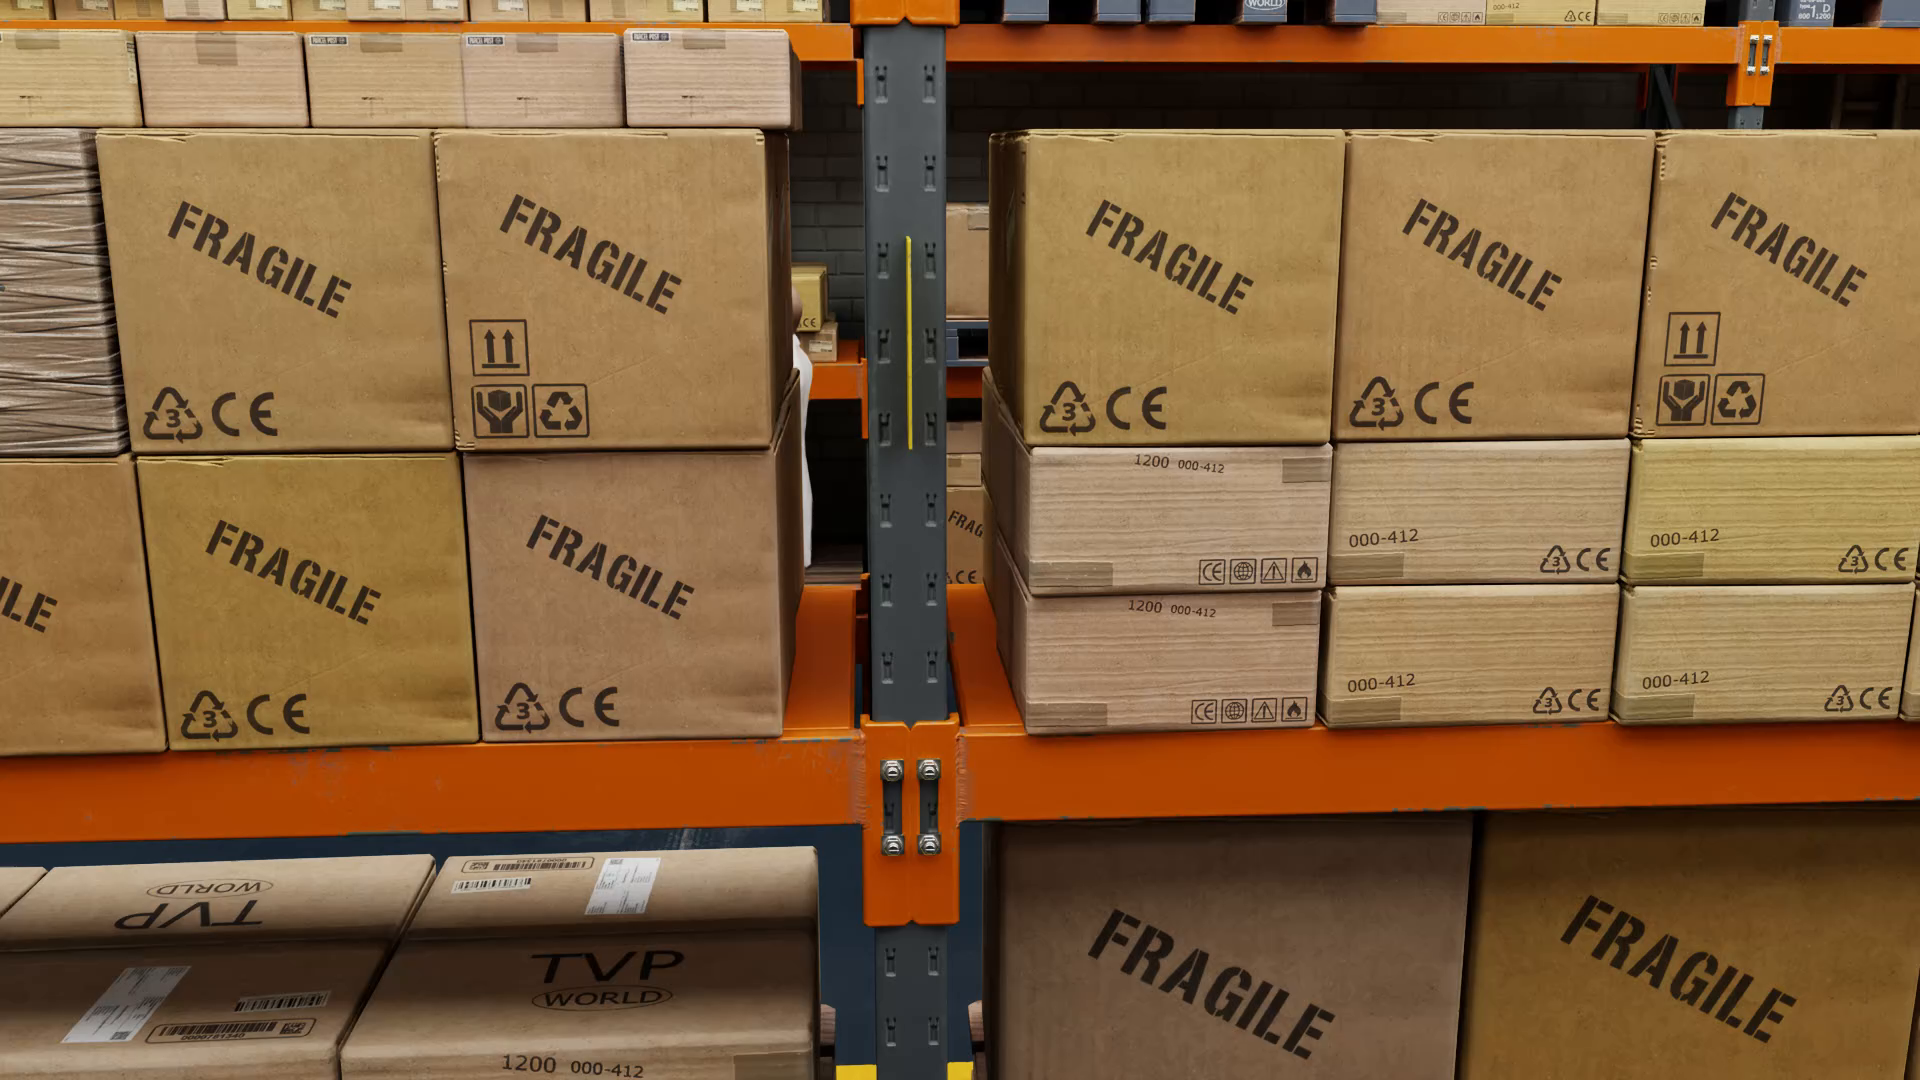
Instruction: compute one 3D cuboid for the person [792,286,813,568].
[{"bbox_3d":[-0.748,-0.122,6.541,0.388,1.779,0.562,-1,13,-2],"label":"person"}]
